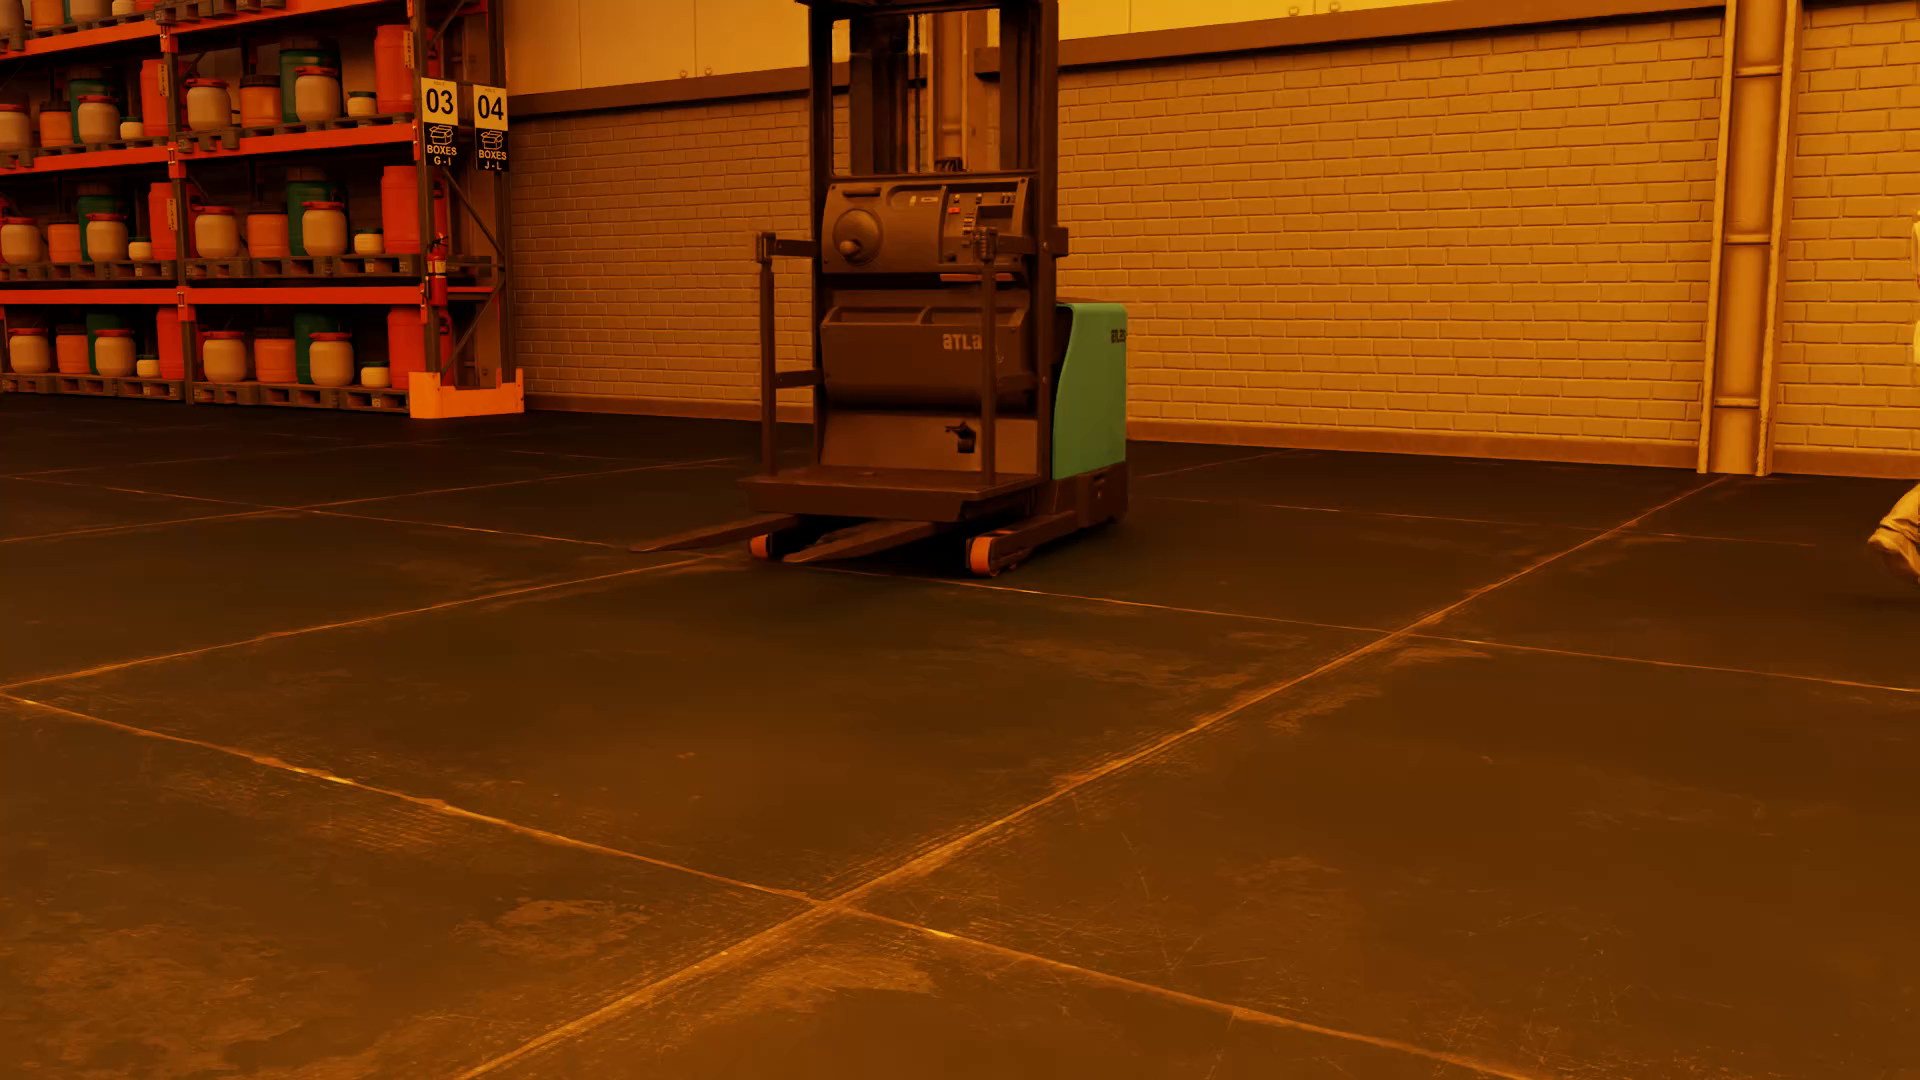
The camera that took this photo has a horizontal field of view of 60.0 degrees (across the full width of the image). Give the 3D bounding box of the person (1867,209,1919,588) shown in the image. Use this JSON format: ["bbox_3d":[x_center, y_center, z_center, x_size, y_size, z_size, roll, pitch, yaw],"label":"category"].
[{"bbox_3d":[3.513,-0.619,5.759,0.489,1.746,0.771,0,8,1],"label":"person"}]

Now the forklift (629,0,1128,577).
[{"bbox_3d":[-0.237,-1.371,6.837,1.130,2.935,3.031,4,9,23],"label":"forklift"}]
